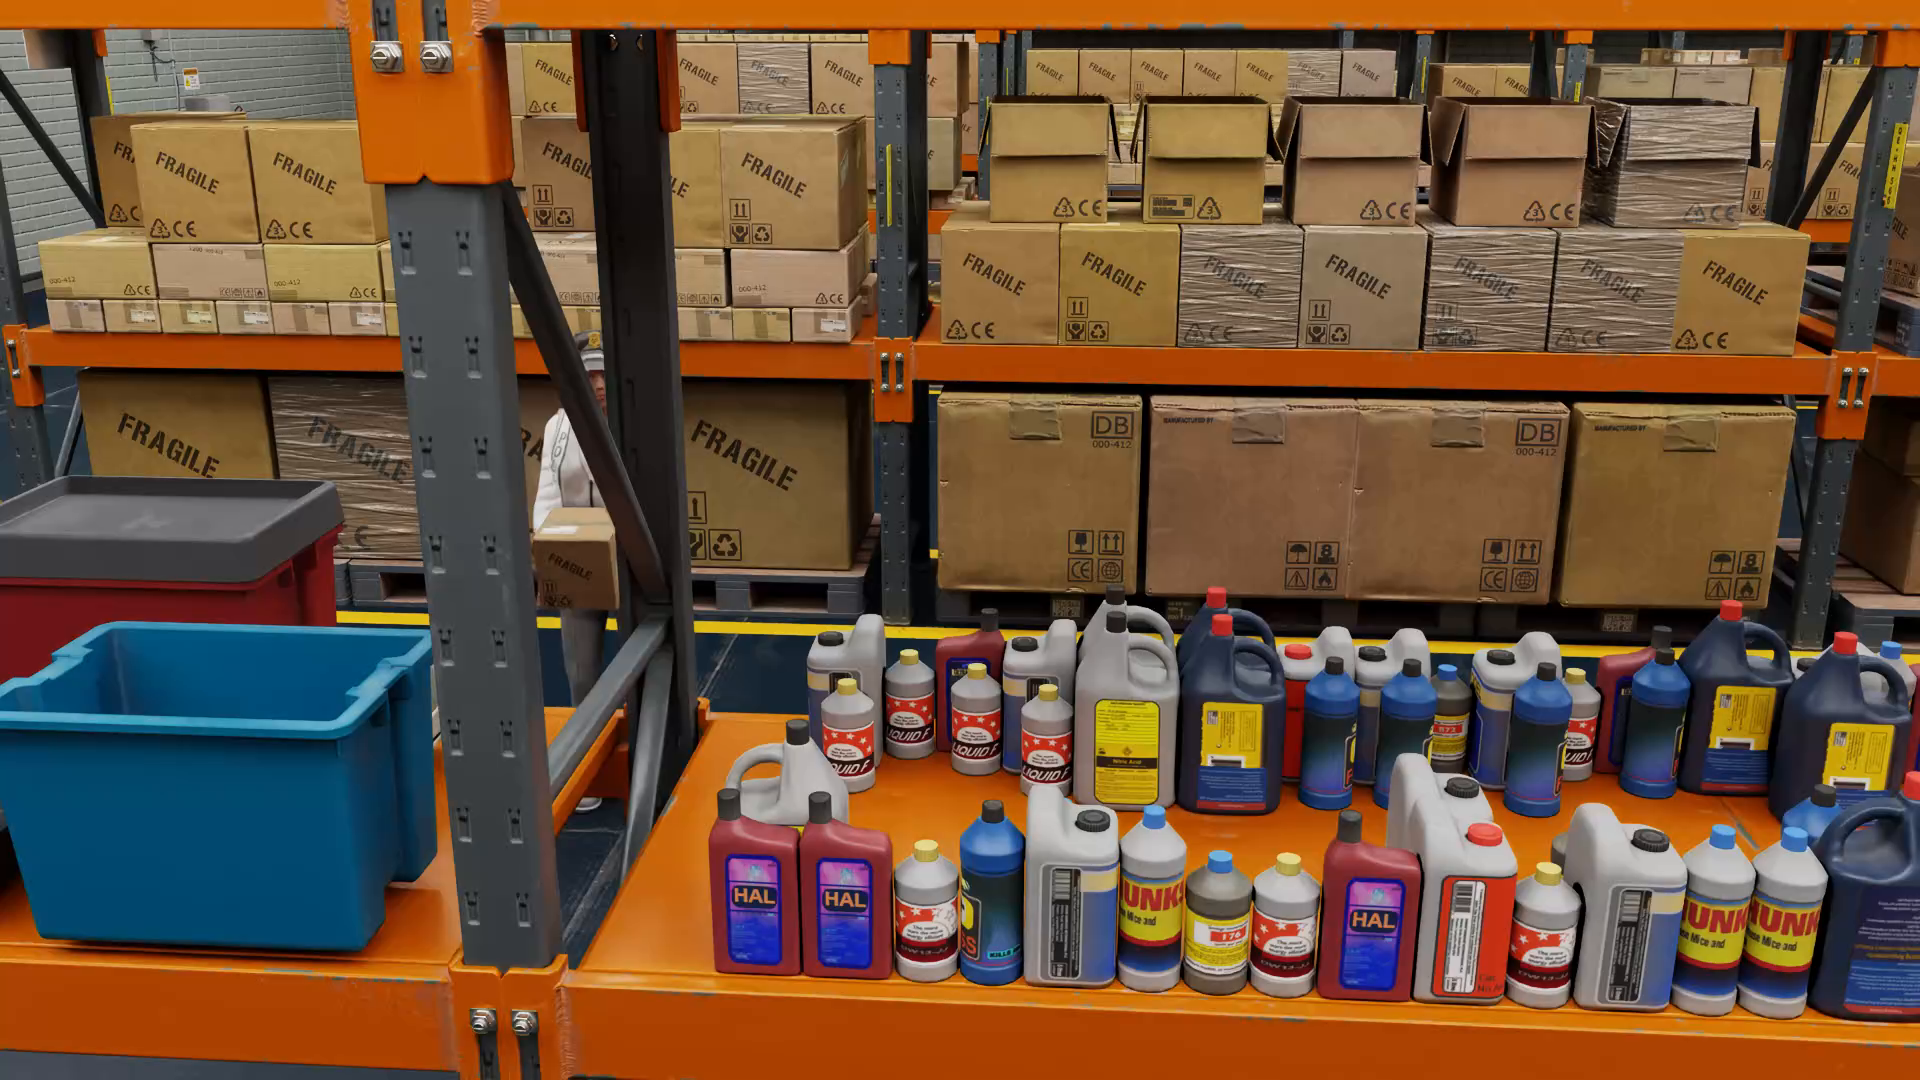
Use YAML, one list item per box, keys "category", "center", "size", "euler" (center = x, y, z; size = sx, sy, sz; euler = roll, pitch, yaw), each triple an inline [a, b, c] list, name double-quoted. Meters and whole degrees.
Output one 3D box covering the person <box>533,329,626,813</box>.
- category: "person"
  center: [-1.199, 0.132, 5.602]
  size: [0.434, 1.691, 0.515]
  euler: [1, 18, 3]
